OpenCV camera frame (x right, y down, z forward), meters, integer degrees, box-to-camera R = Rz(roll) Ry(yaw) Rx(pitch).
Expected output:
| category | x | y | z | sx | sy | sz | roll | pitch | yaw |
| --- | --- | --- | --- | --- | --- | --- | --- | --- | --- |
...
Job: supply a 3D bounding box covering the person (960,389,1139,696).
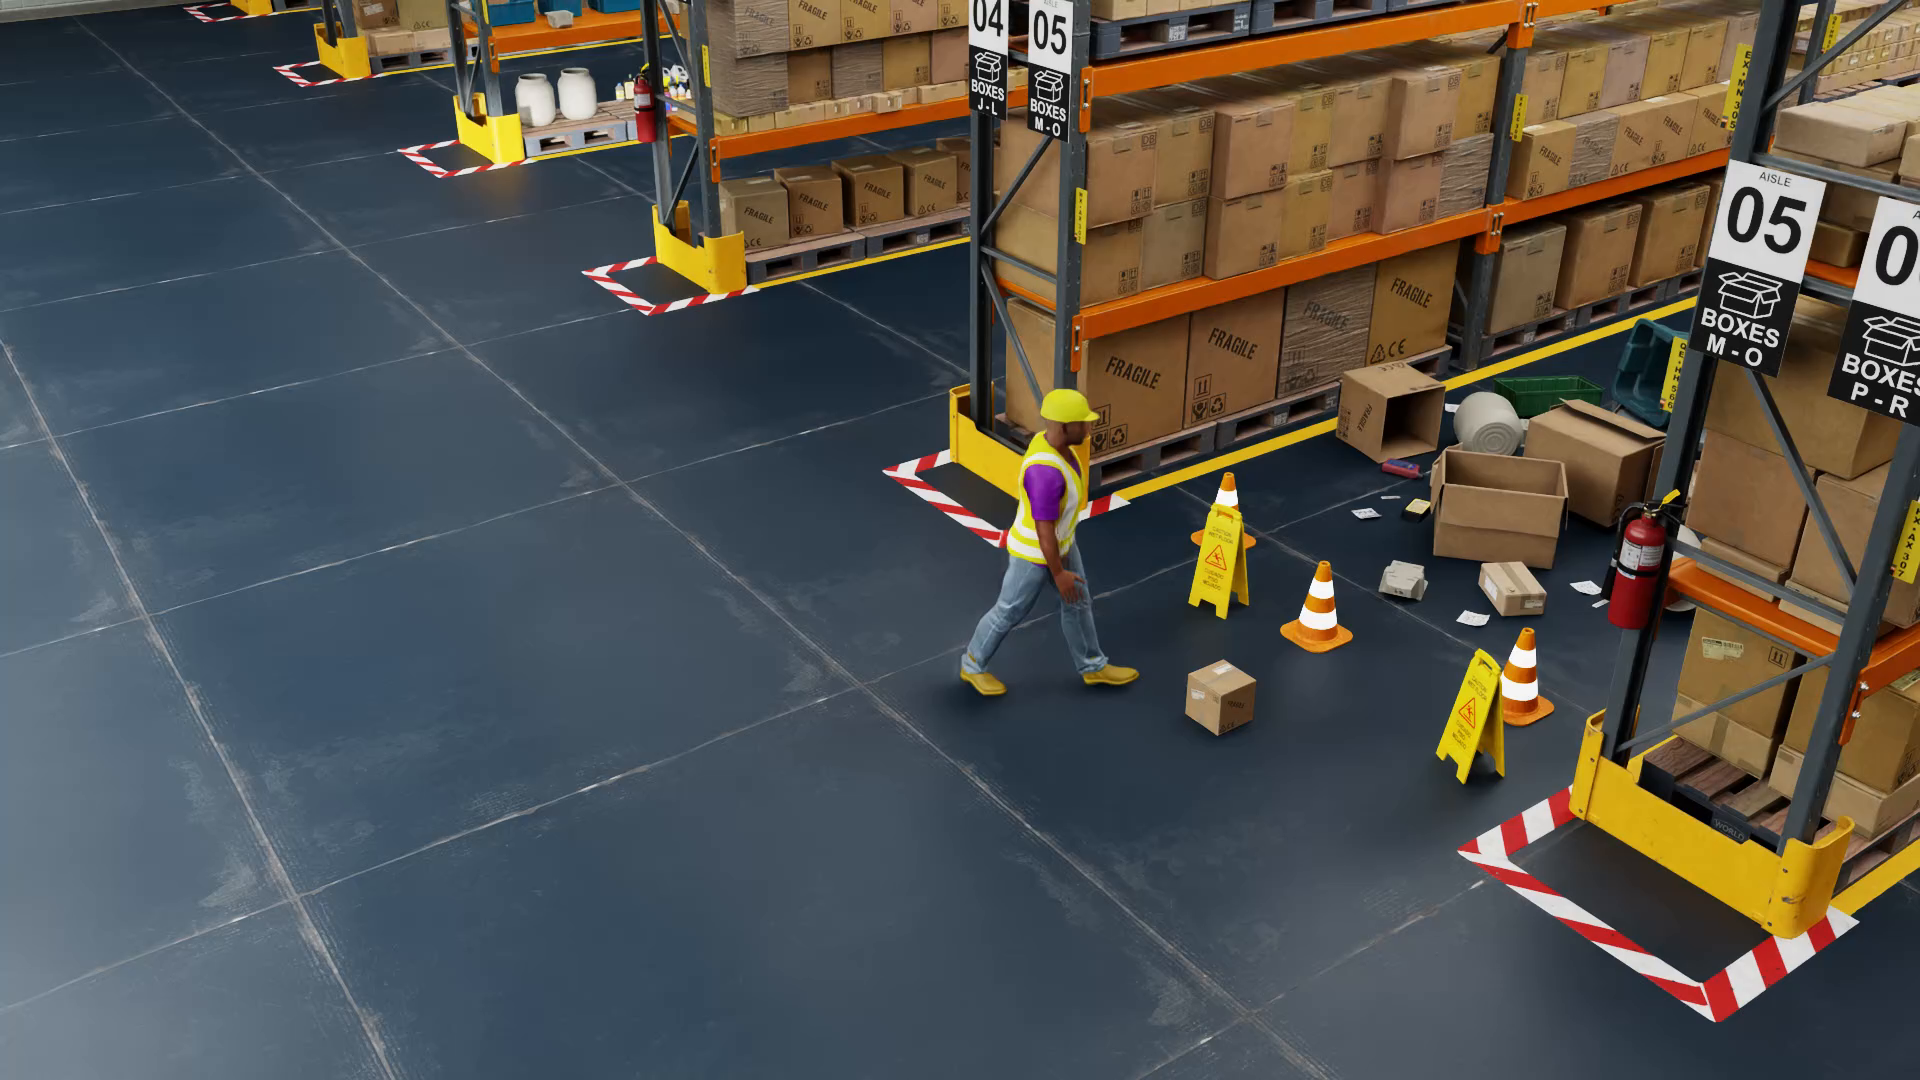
| category | x | y | z | sx | sy | sz | roll | pitch | yaw |
| --- | --- | --- | --- | --- | --- | --- | --- | --- | --- |
| person | 0.463 | 0.044 | 8.531 | 0.925 | 1.735 | 0.582 | 10 | 30 | 18 |
